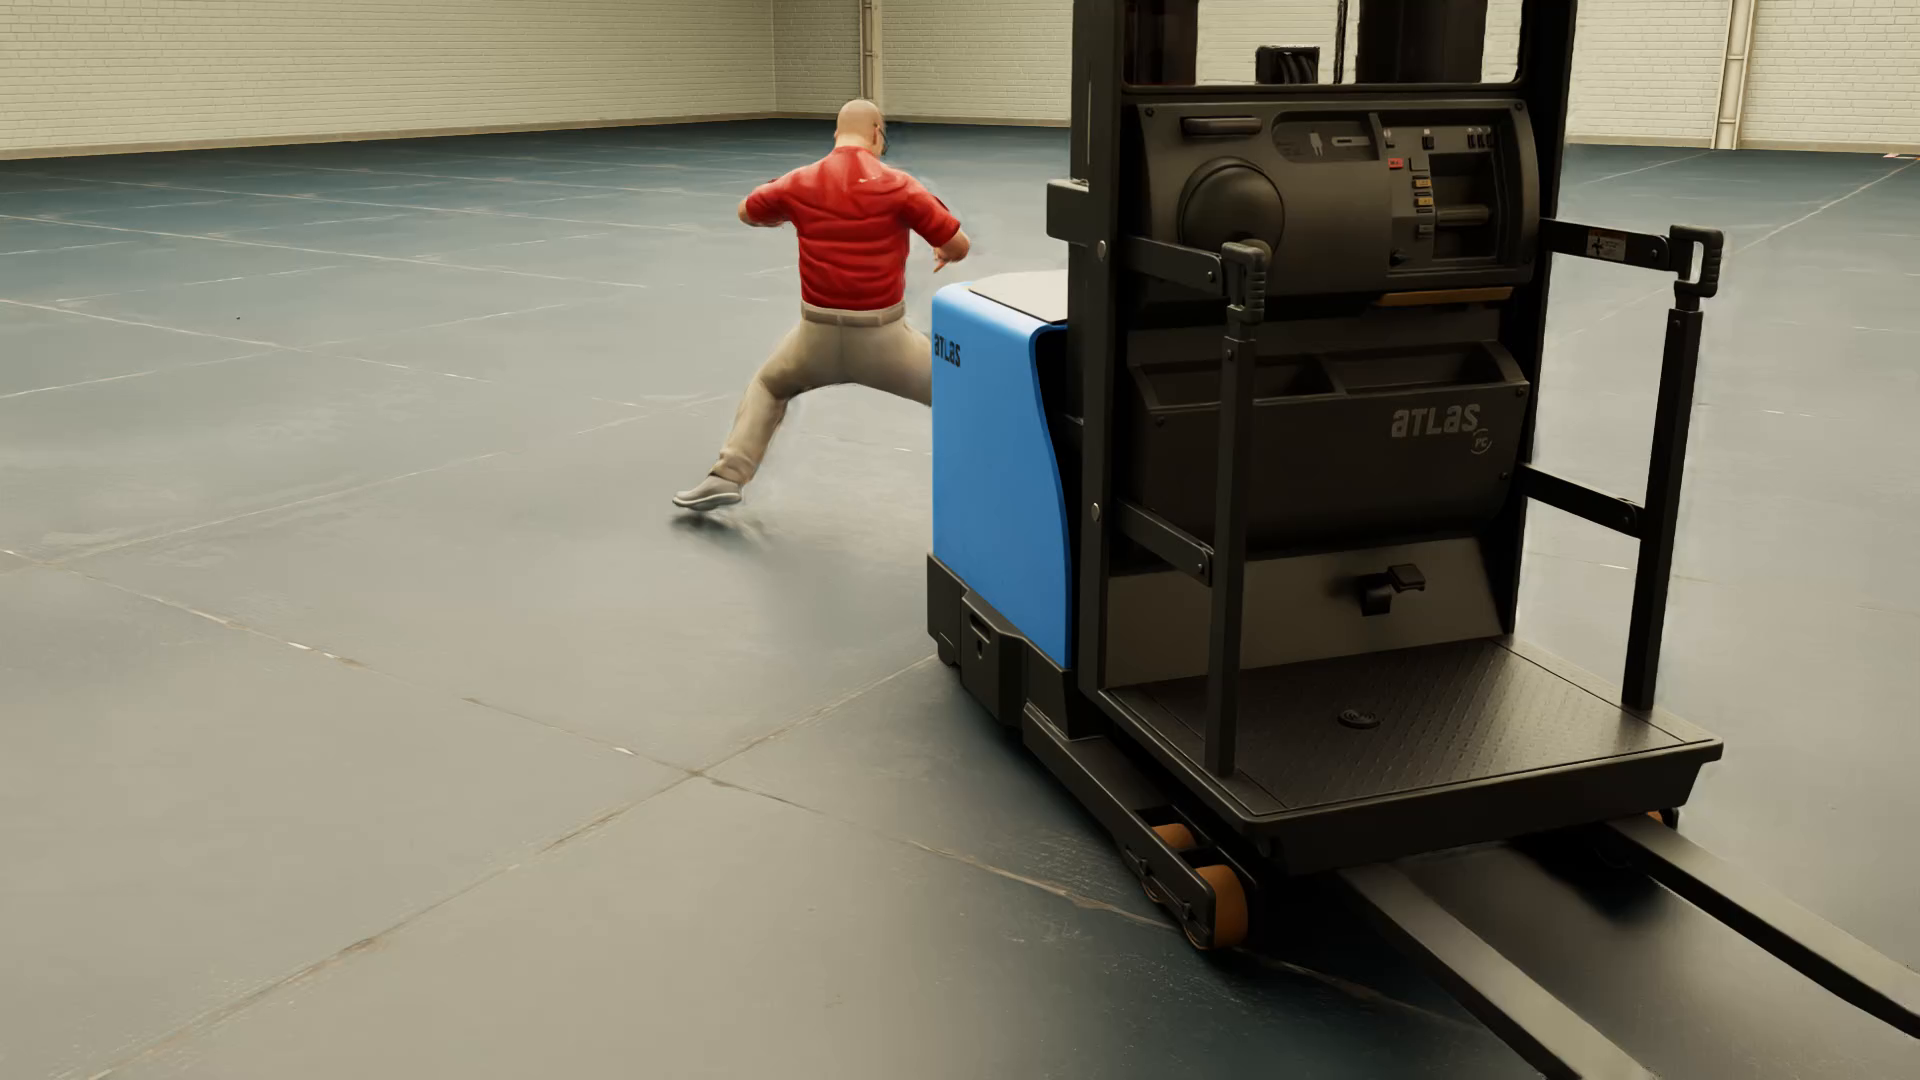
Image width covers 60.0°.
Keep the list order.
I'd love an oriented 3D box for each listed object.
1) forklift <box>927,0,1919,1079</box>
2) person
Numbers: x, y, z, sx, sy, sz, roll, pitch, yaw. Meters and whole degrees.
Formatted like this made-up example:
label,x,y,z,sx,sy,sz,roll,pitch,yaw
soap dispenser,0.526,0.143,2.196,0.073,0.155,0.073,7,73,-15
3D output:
label,x,y,z,sx,sy,sz,roll,pitch,yaw
forklift,0.875,-0.732,3.280,1.130,2.935,3.031,-6,18,-19
person,-0.378,-0.831,6.081,1.309,1.512,0.700,5,17,16
